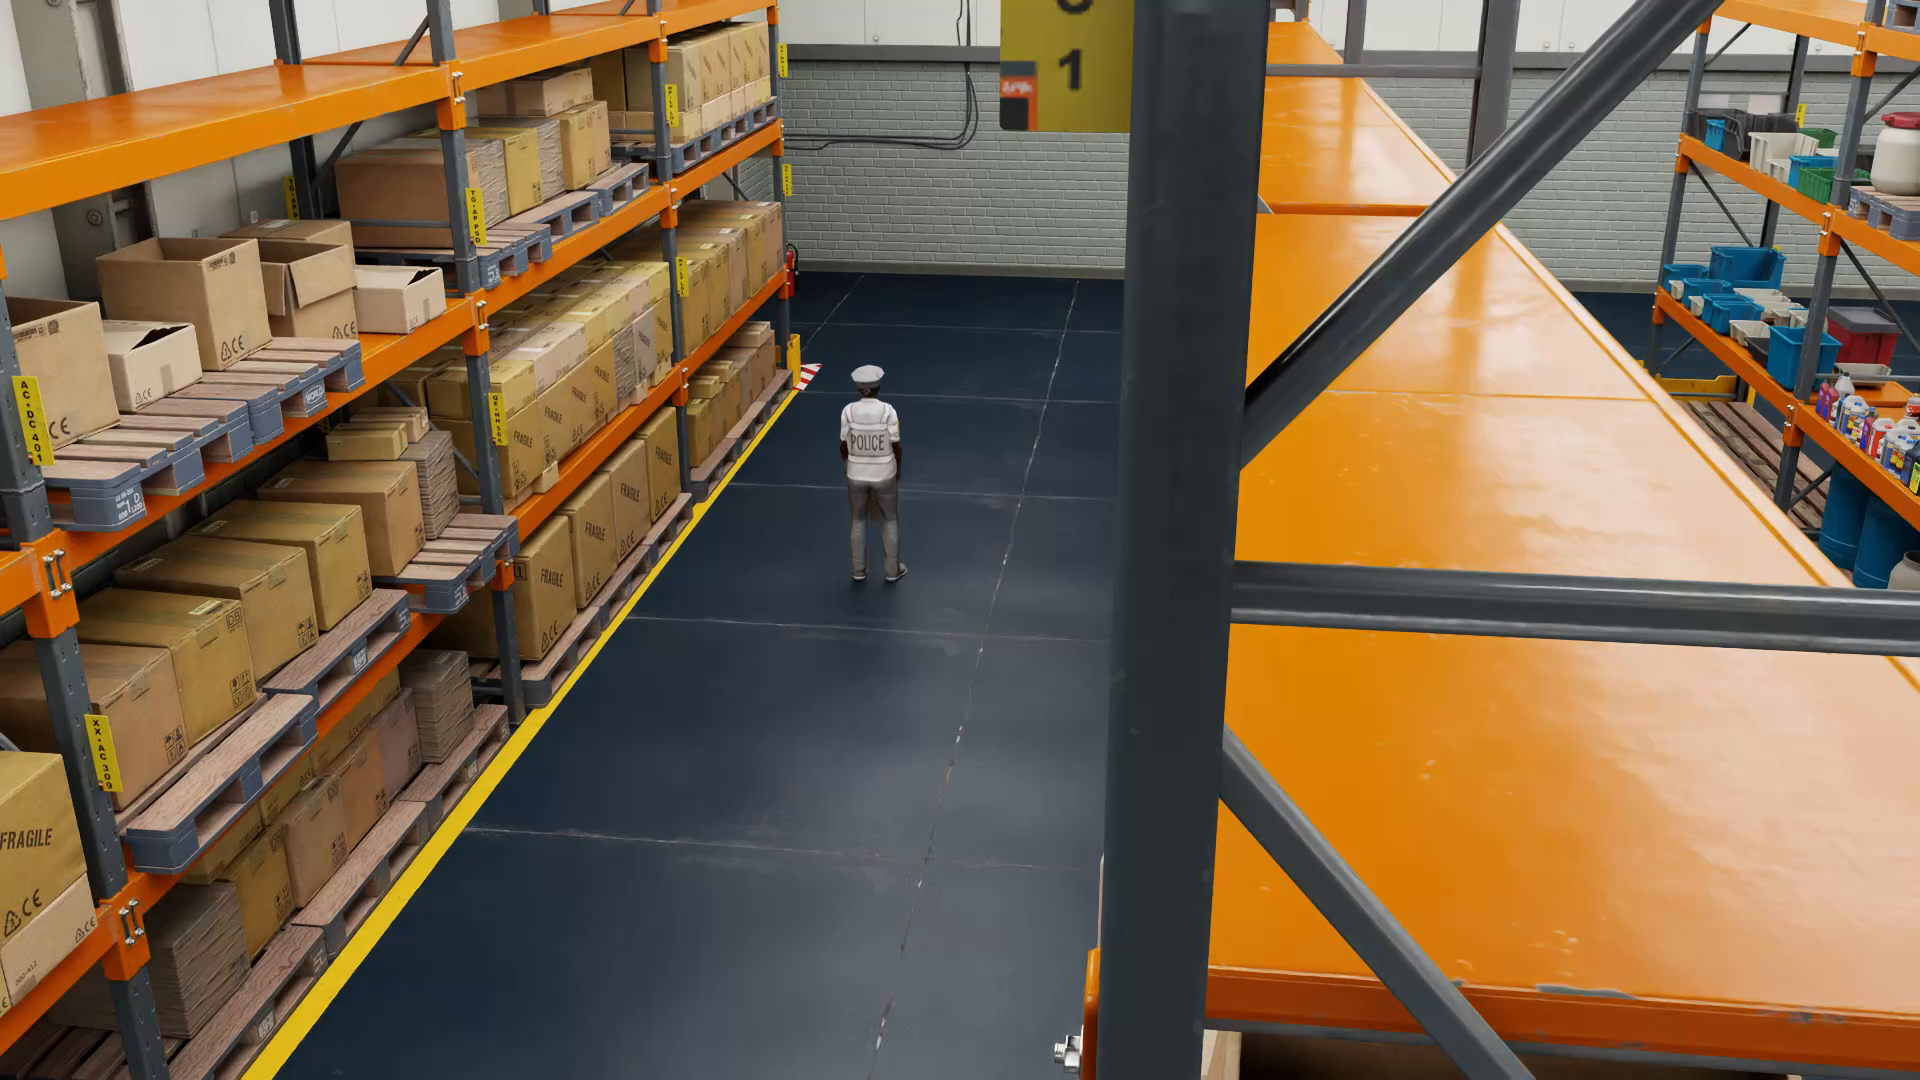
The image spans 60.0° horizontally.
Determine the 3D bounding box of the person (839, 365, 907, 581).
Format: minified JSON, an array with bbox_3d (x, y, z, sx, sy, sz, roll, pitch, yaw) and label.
[{"bbox_3d":[-0.669,-0.490,12.718,0.492,1.672,0.370,2,21,5],"label":"person"}]
